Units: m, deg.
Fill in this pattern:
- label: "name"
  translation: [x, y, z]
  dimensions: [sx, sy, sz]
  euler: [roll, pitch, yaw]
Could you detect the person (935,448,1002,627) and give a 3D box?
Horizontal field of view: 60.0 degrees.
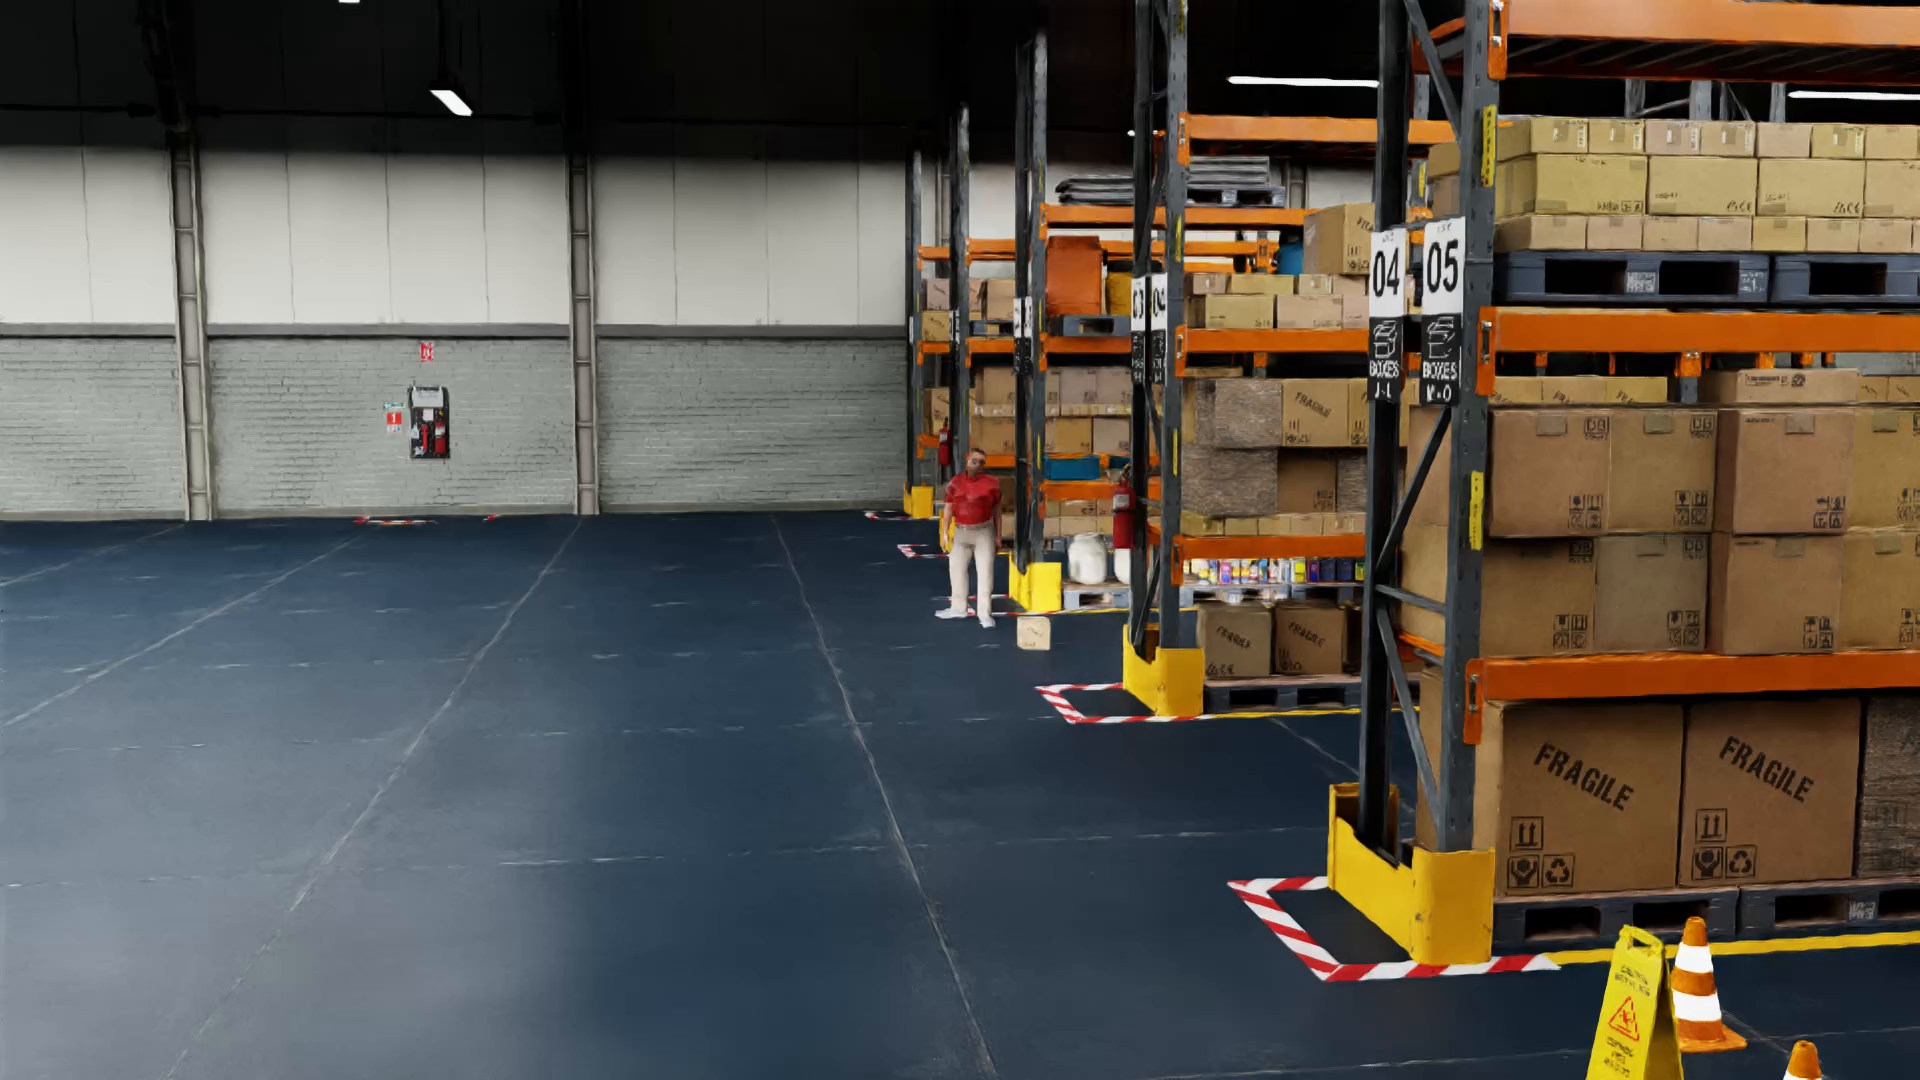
- label: "person"
  translation: [0.053, -0.042, 16.154]
  dimensions: [0.722, 1.723, 0.501]
  euler: [2, 7, 16]
